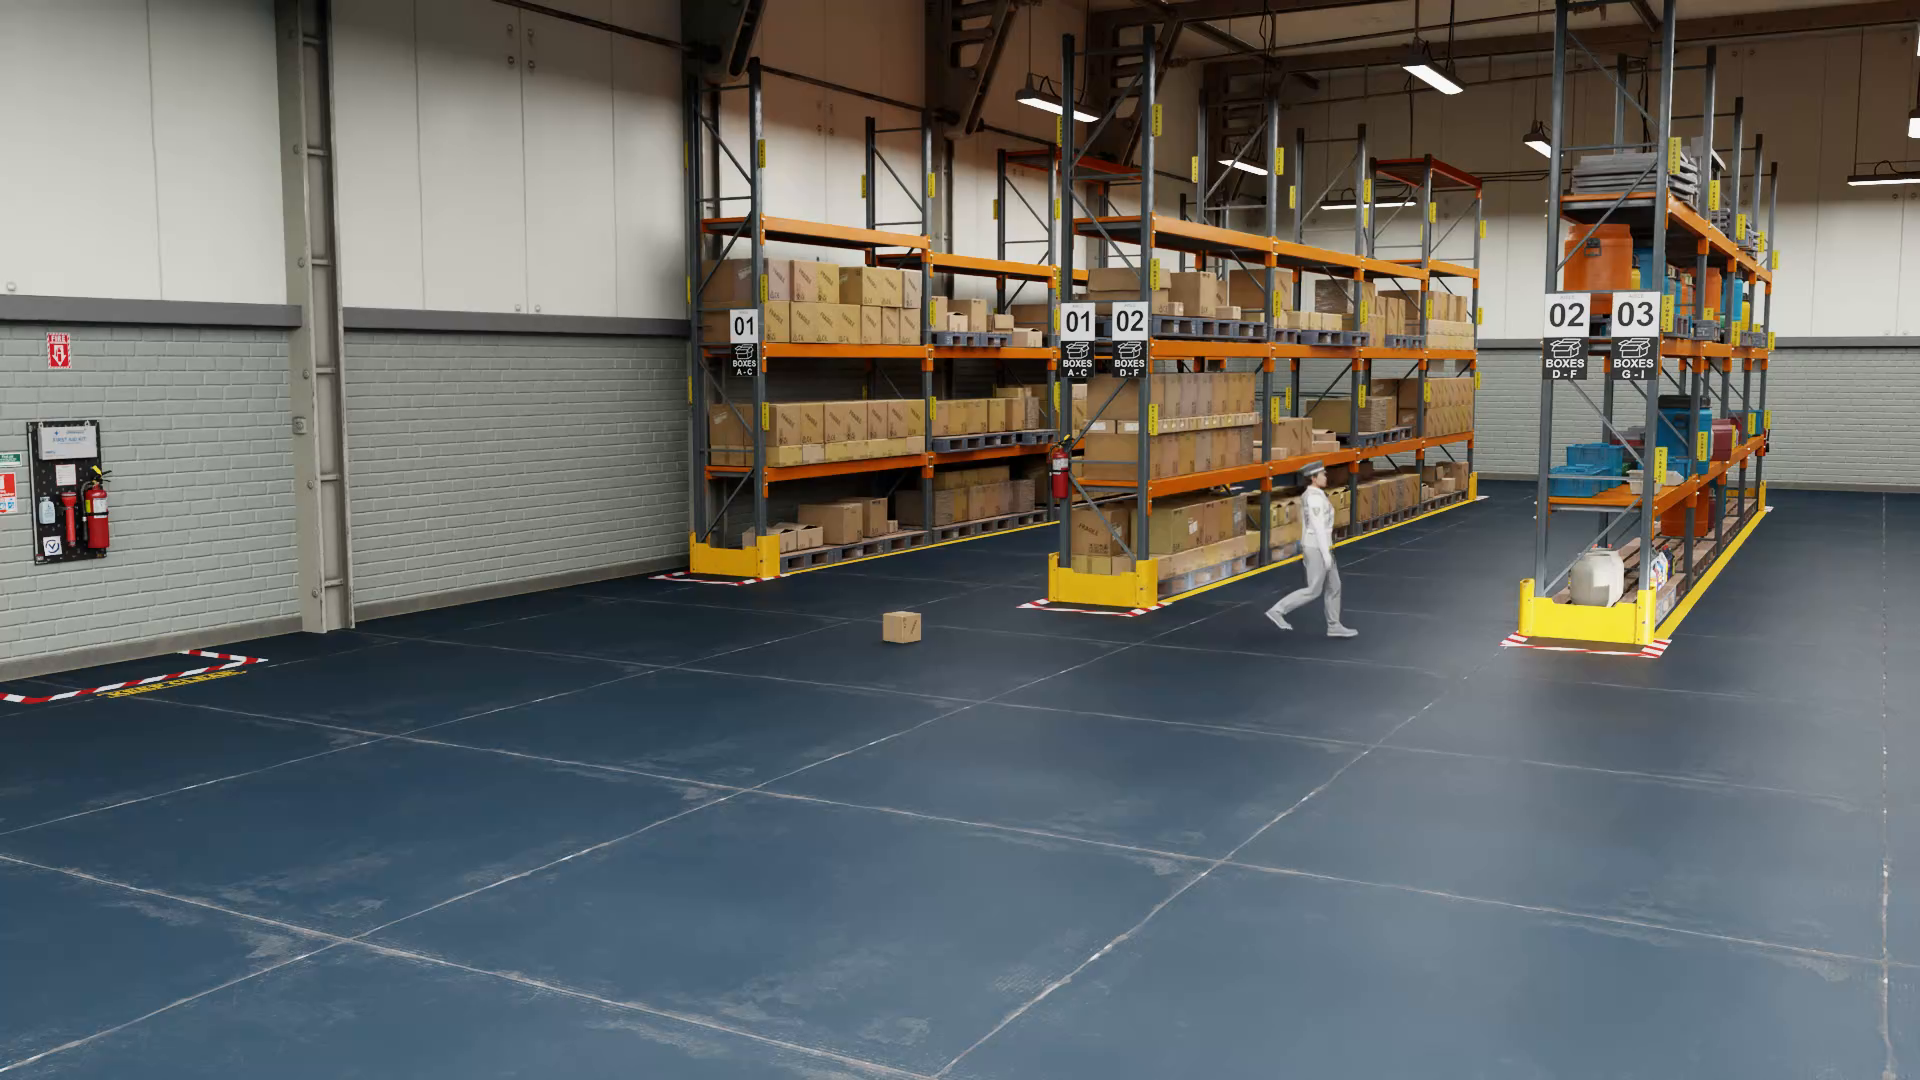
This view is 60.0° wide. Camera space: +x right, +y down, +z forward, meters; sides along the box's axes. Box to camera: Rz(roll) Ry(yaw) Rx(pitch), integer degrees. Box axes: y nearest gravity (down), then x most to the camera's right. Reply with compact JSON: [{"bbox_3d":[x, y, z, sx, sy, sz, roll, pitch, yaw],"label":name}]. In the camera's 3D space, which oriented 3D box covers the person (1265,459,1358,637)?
[{"bbox_3d":[3.279,0.076,15.423,0.862,1.653,0.496,1,6,8],"label":"person"}]
